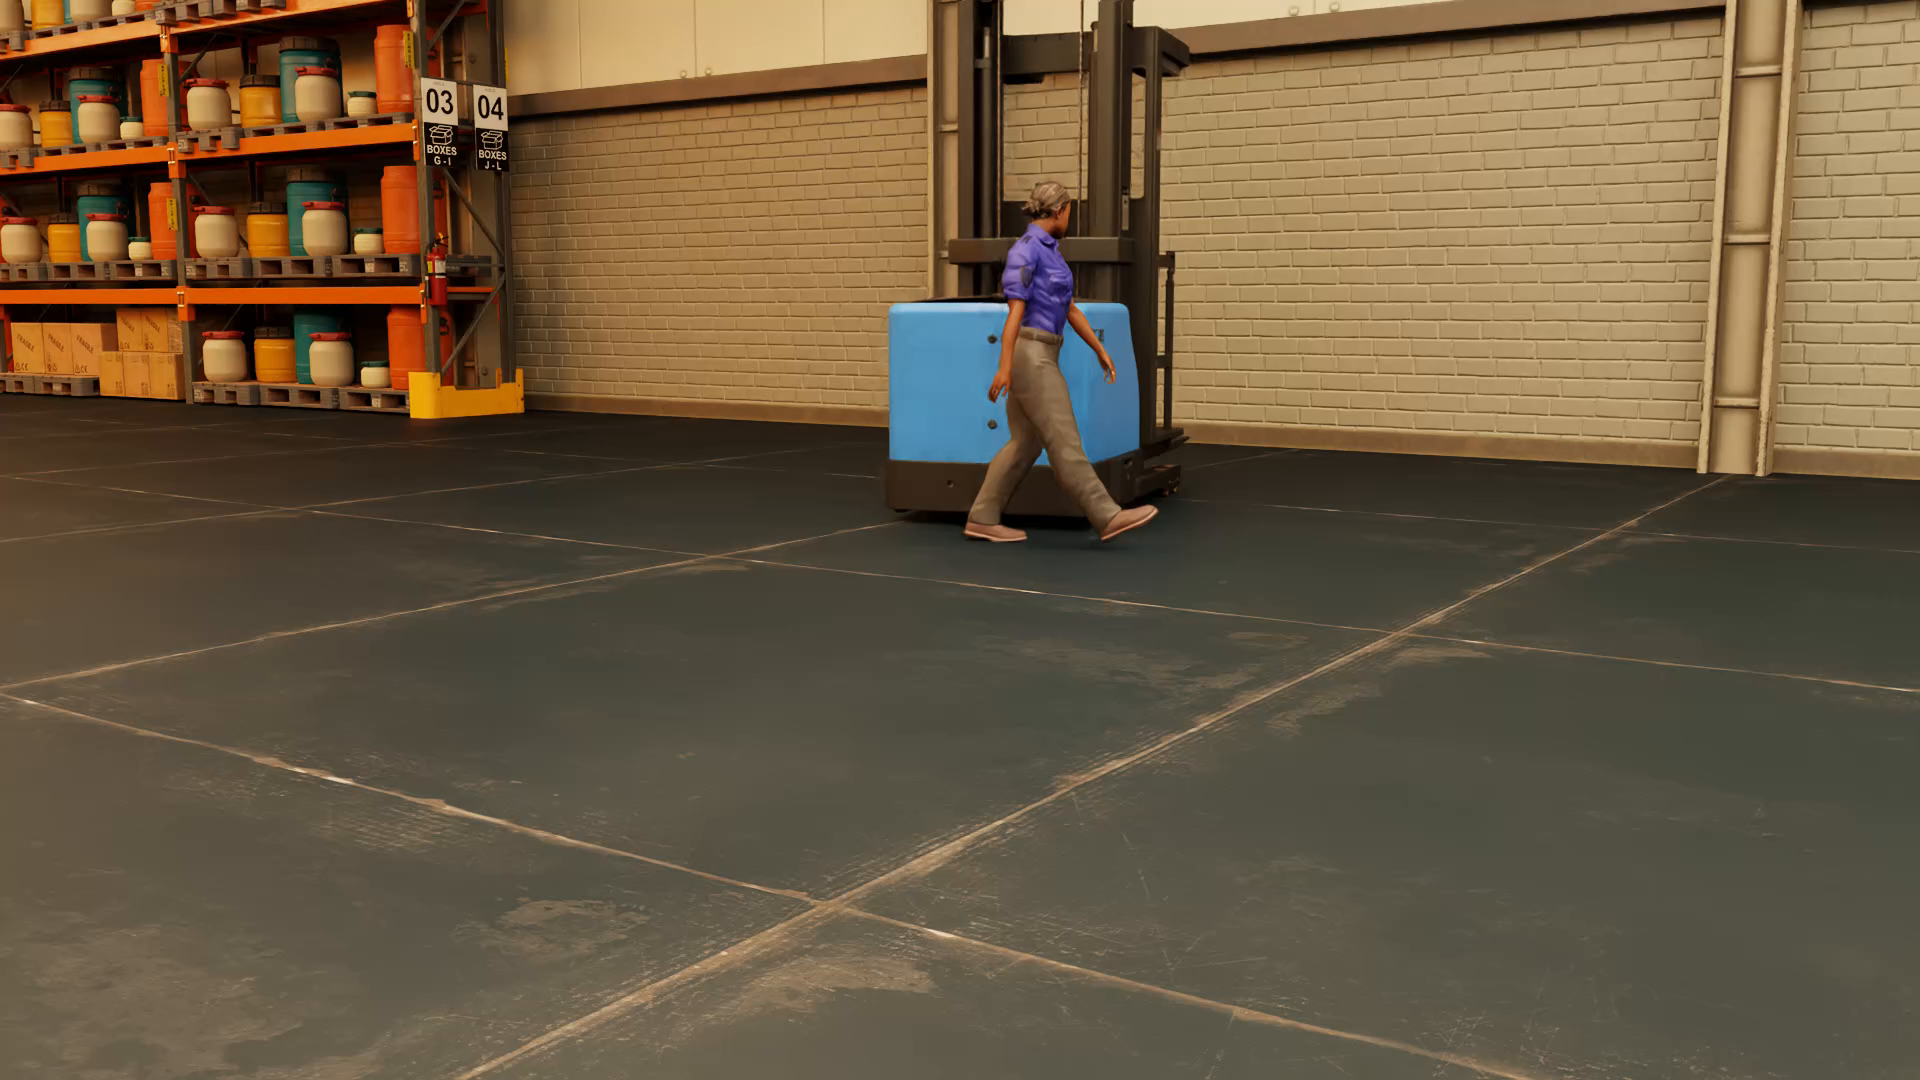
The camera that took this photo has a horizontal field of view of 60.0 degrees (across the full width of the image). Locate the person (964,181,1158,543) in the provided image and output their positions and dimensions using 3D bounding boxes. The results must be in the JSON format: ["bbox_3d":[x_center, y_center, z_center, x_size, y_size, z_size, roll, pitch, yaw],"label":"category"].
[{"bbox_3d":[0.434,-0.763,7.298,0.906,1.607,0.620,2,8,13],"label":"person"}]

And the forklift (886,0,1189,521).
[{"bbox_3d":[0.624,-1.709,9.213,1.130,2.935,3.031,3,9,20],"label":"forklift"}]
